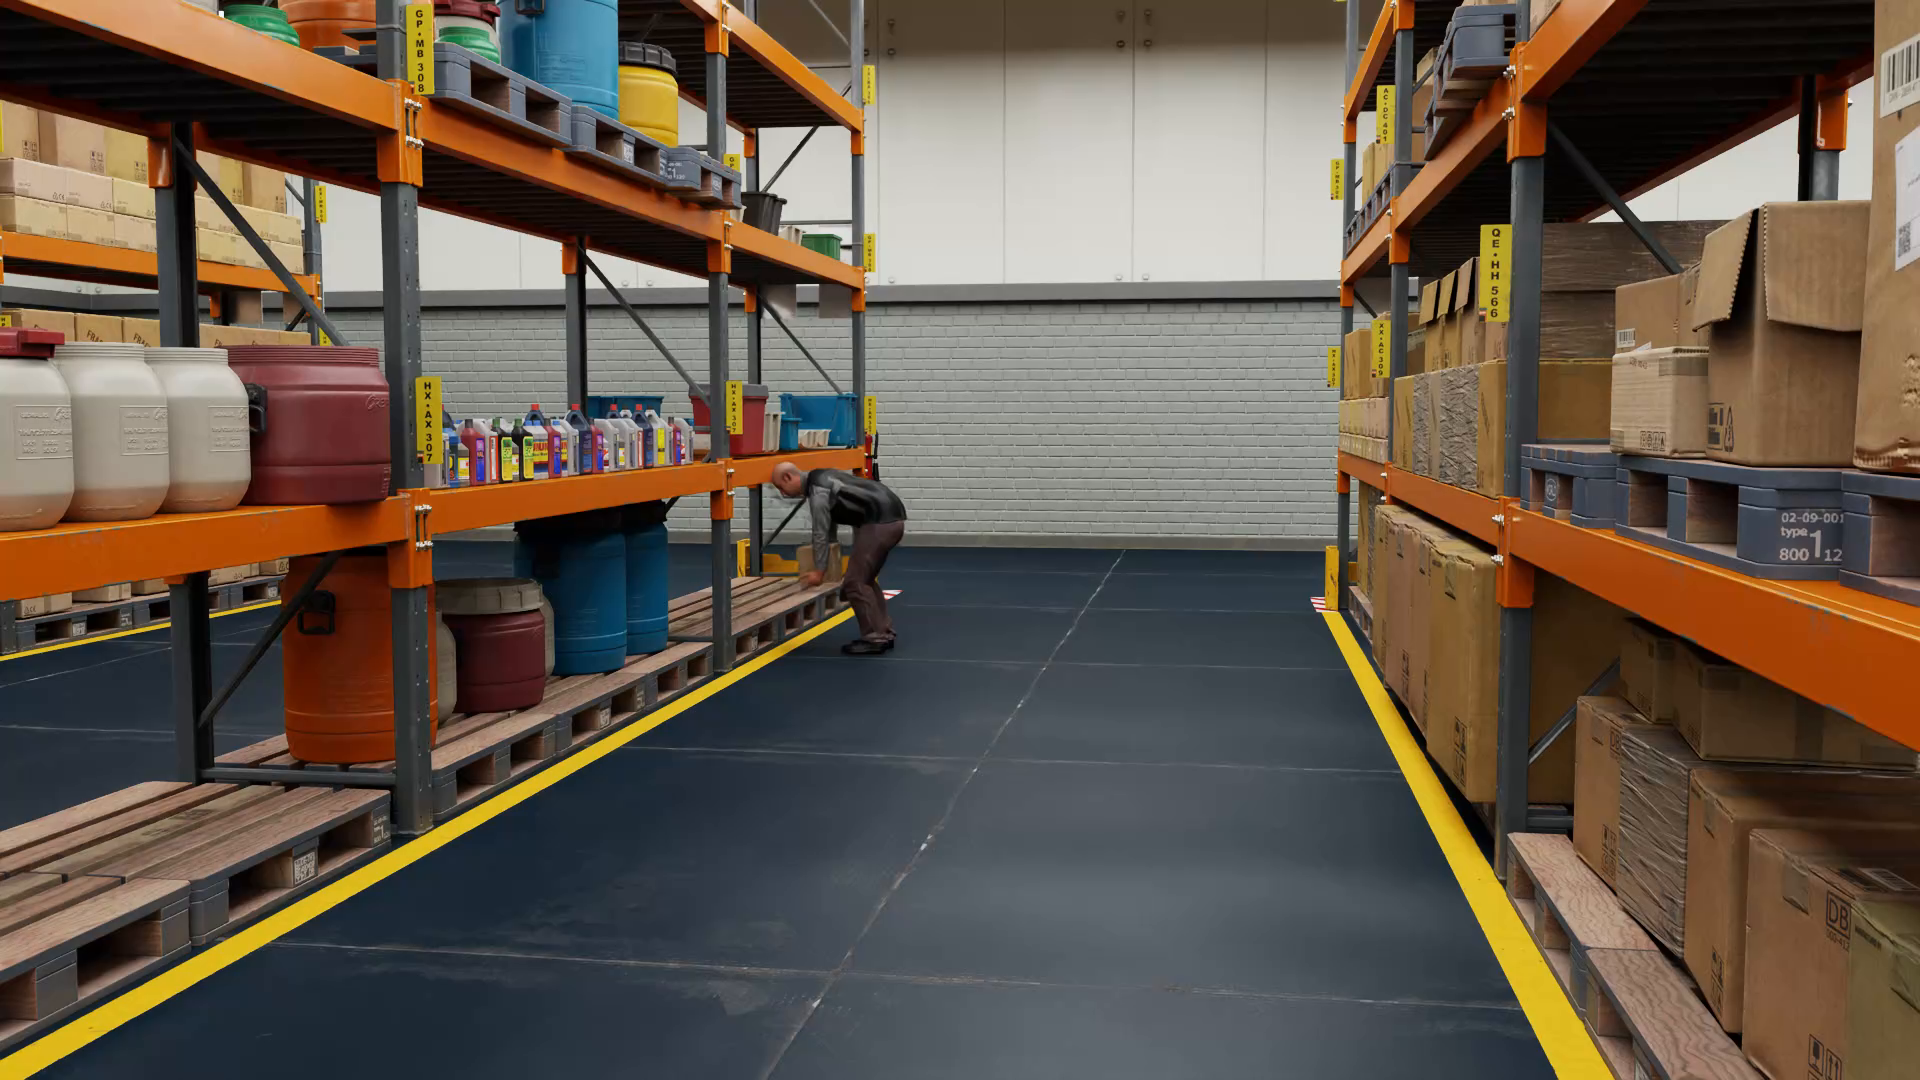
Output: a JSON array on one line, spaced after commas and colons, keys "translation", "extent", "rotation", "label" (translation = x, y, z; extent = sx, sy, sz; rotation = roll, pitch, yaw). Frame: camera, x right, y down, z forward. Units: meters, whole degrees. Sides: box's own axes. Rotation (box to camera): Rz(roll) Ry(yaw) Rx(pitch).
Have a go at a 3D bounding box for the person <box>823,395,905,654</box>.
[{"translation": [-0.635, -0.111, 11.183], "extent": [0.522, 1.727, 0.533], "rotation": [1, 4, 8], "label": "person"}]
